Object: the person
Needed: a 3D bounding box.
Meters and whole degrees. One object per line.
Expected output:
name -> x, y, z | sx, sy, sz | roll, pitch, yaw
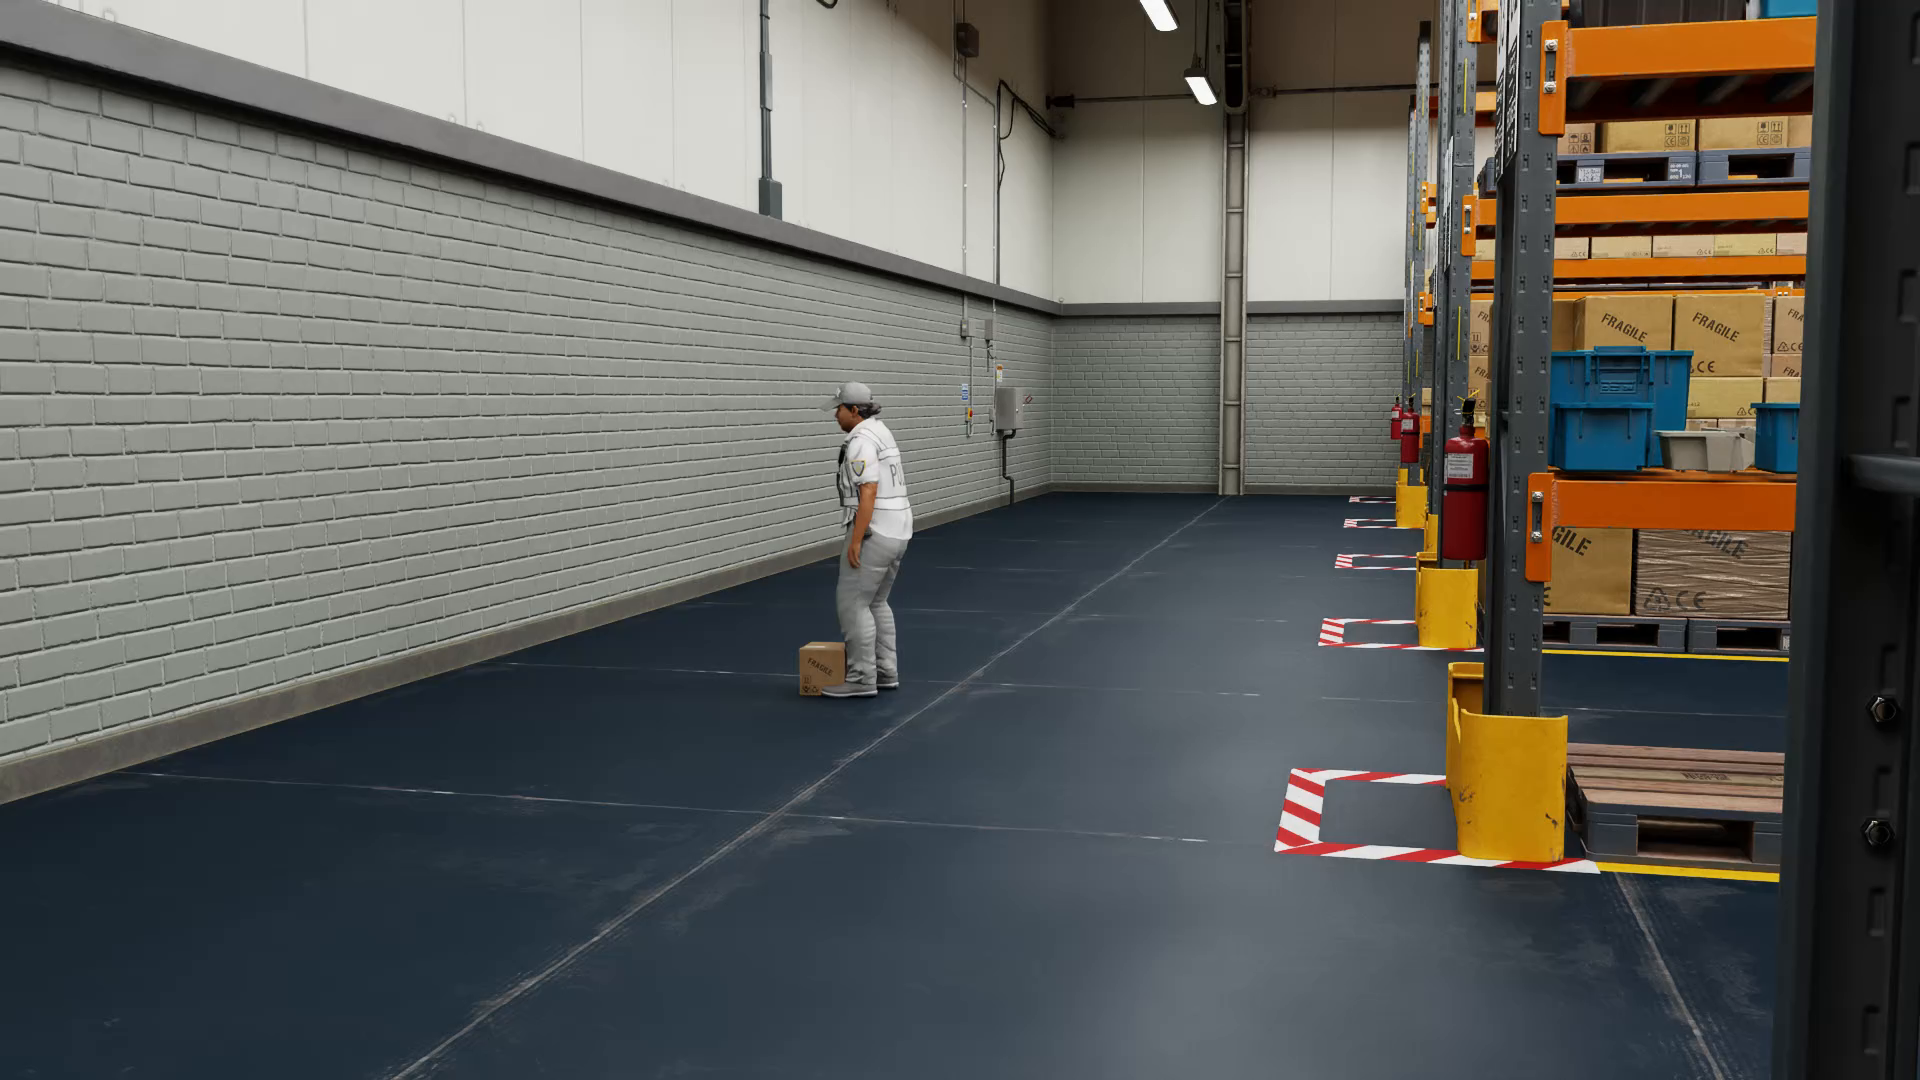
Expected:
person -> -0.498, -0.008, 8.837 | 0.470, 1.665, 0.560 | 1, 5, 10
